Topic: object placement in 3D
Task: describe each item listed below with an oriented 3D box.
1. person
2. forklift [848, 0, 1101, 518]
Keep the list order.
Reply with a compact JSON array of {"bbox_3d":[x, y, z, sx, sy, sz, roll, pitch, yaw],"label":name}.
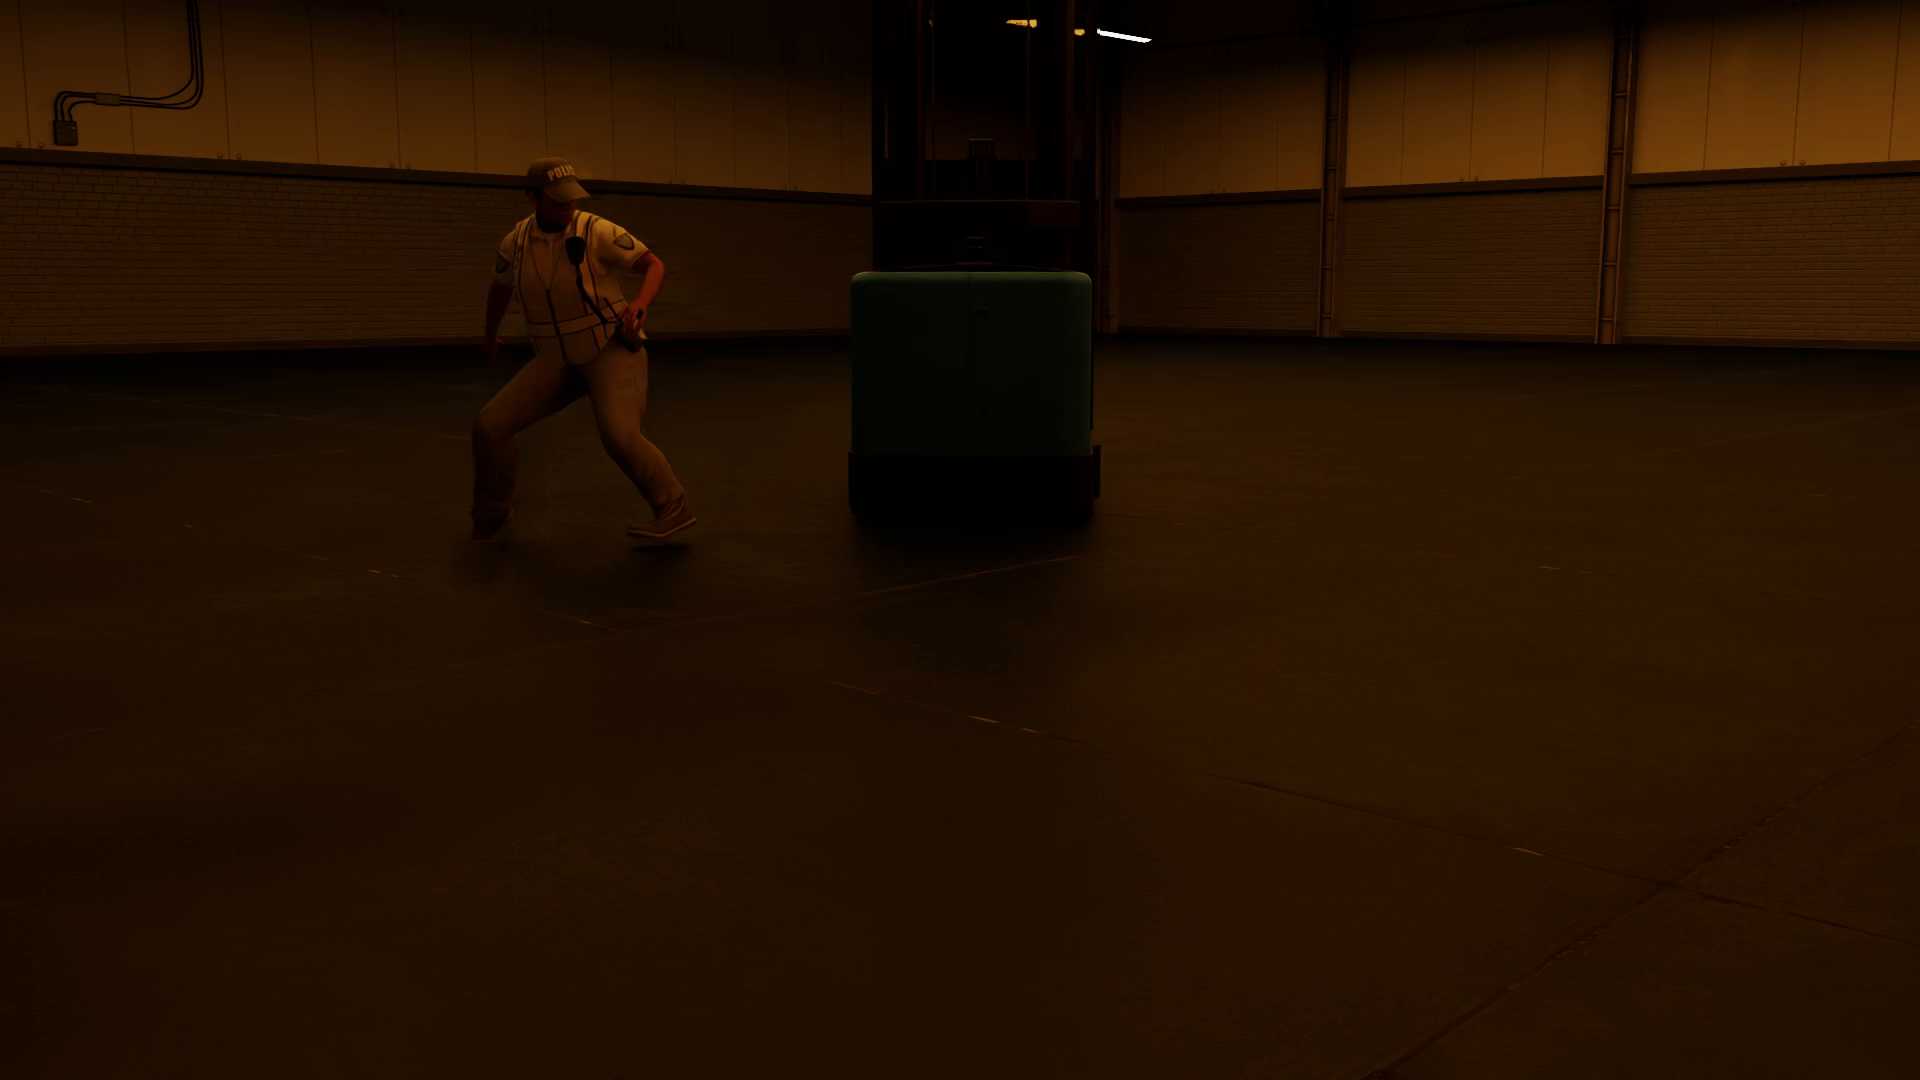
[{"bbox_3d":[-1.556,-0.670,6.514,0.980,1.610,0.547,3,9,20],"label":"person"},{"bbox_3d":[0.132,-1.727,8.340,1.130,2.935,3.031,1,9,3],"label":"forklift"}]
